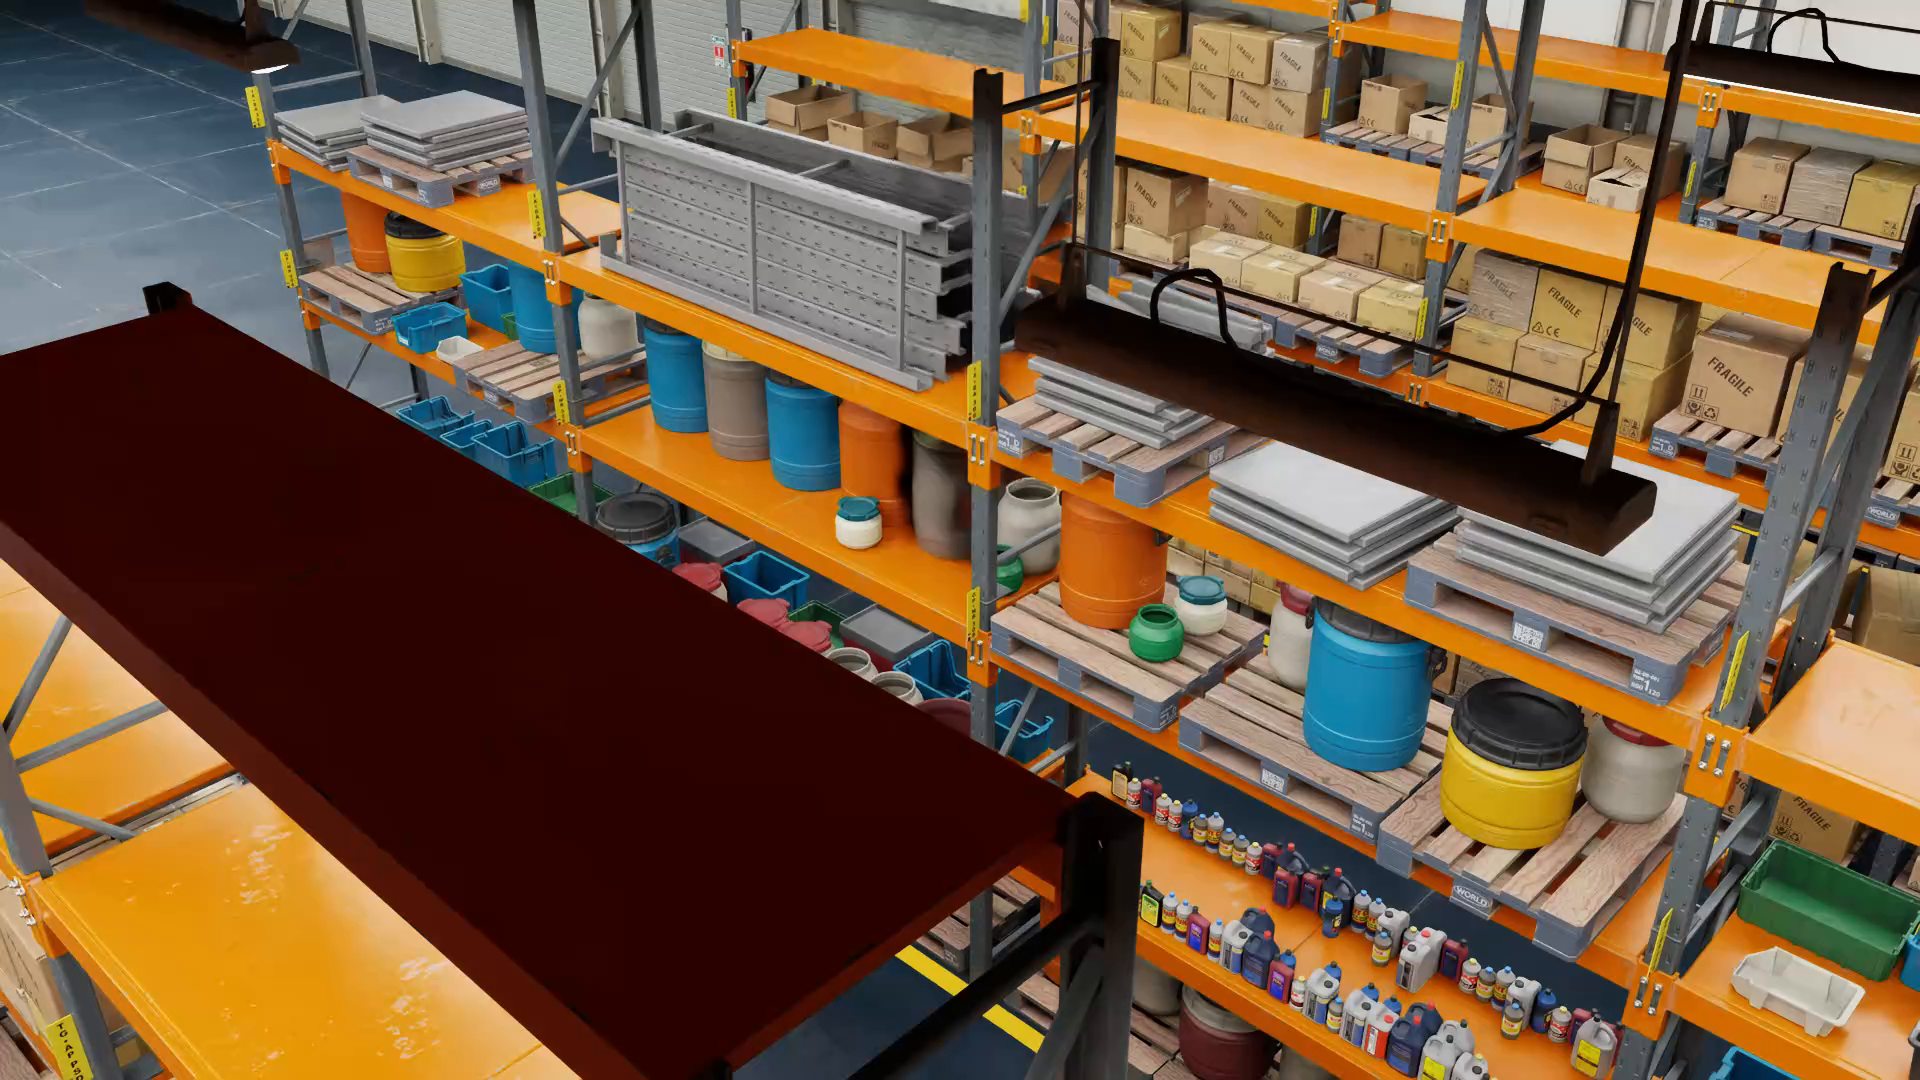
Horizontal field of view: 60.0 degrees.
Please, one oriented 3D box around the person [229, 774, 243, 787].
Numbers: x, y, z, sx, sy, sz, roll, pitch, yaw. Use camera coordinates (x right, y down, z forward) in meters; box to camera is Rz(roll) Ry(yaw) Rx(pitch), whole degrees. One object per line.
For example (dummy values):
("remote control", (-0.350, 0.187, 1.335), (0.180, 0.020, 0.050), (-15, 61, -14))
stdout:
("person", (-5.760, 1.166, 12.388), (1.120, 1.816, 0.626), (21, 35, 32))
